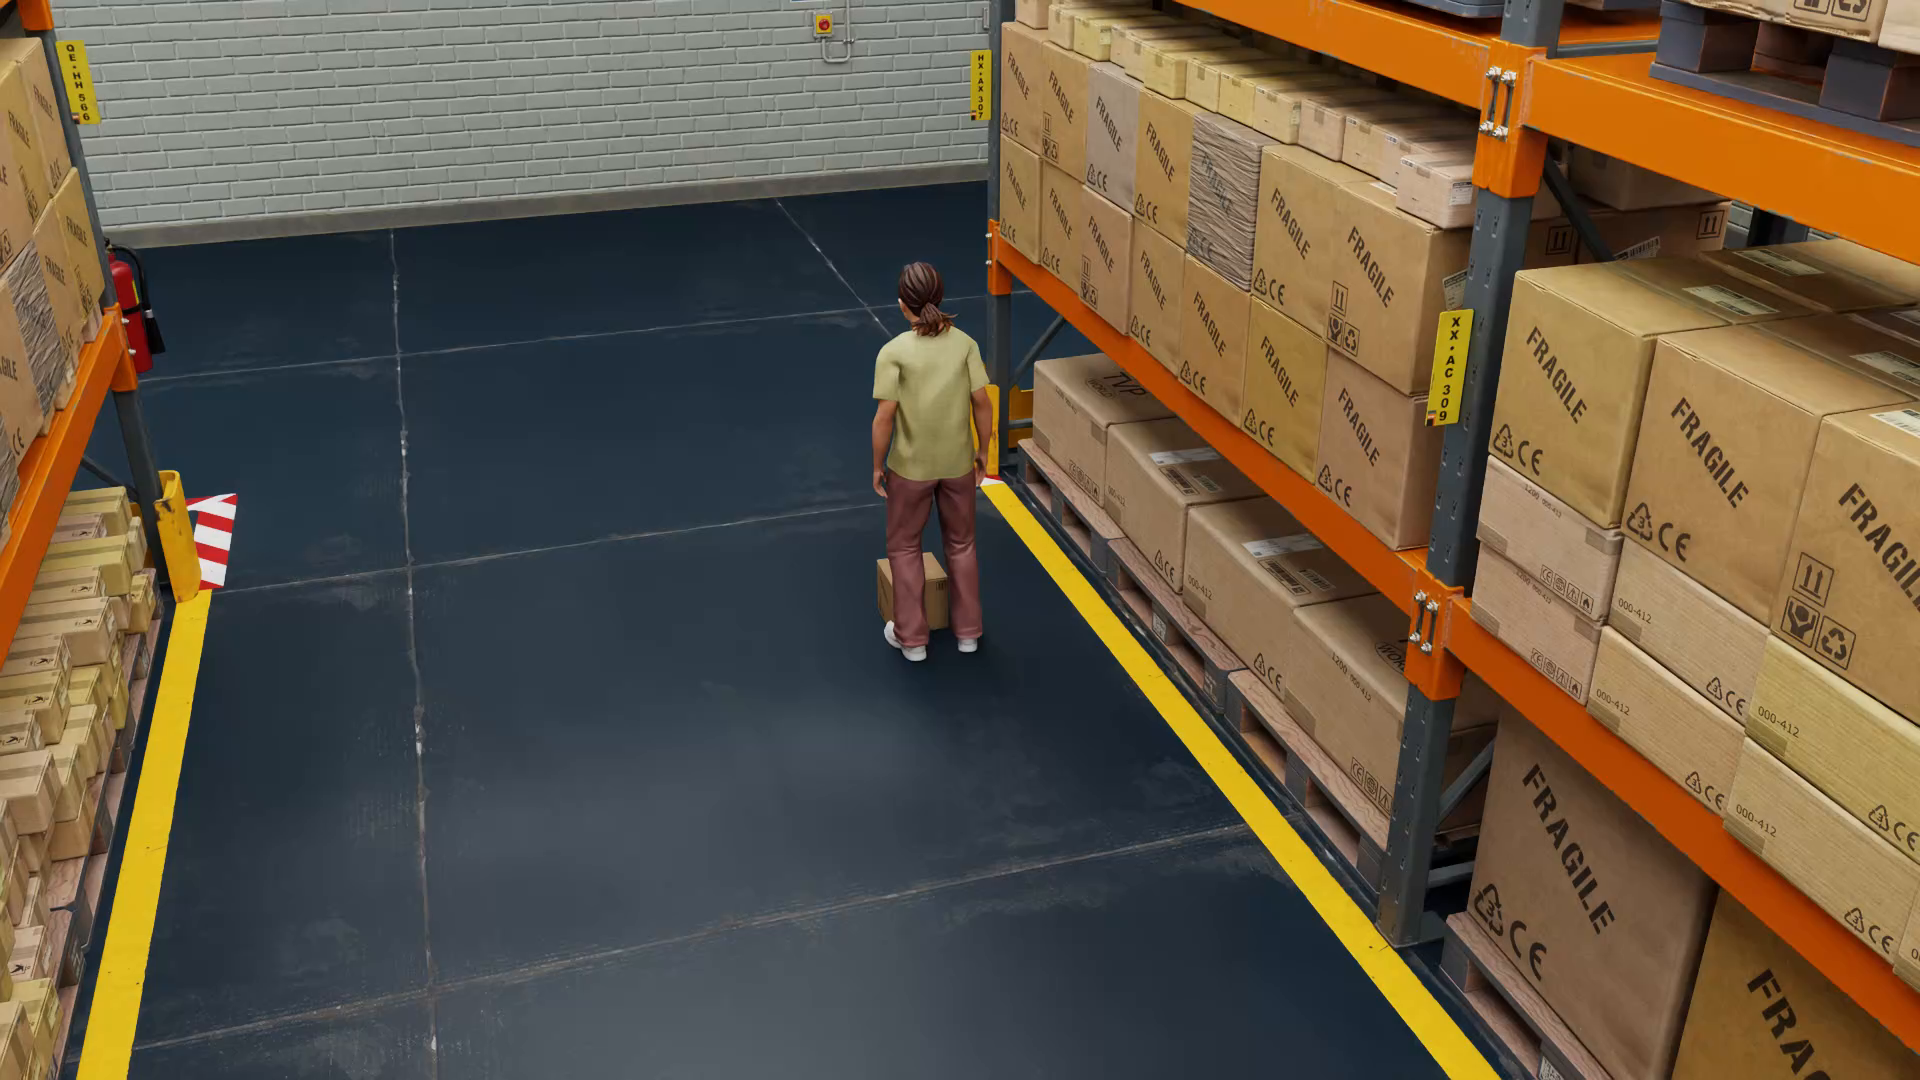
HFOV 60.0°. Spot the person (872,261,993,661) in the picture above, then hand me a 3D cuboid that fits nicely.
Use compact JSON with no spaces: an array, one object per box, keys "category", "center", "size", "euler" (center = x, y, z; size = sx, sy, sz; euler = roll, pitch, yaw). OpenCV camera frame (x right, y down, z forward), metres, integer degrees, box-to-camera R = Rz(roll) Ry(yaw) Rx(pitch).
[{"category":"person","center":[-0.124,-0.298,6.716],"size":[0.496,1.672,0.360],"euler":[-8,28,-16]}]
